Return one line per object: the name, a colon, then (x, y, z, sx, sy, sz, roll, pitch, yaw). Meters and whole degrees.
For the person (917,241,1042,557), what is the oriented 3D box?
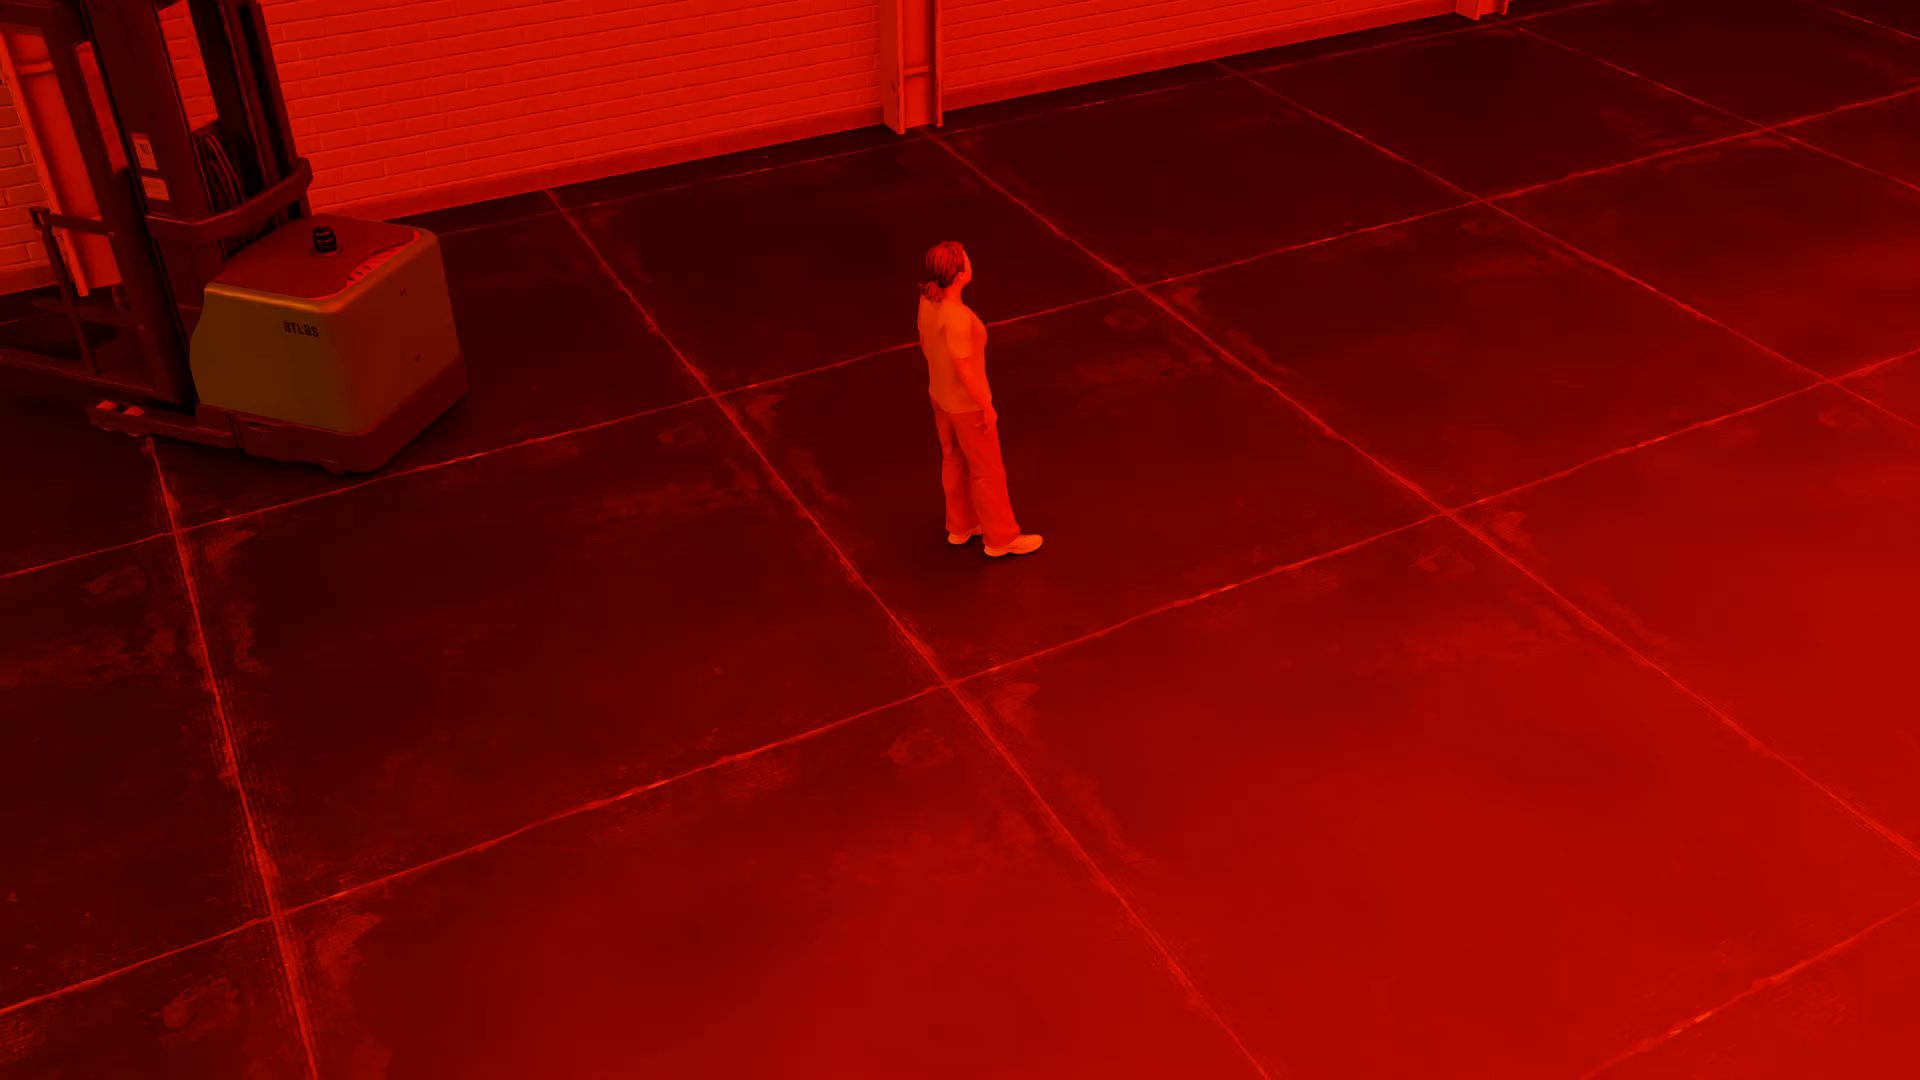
person: (0.070, -0.700, 8.197, 0.549, 1.665, 0.553, -17, 39, -23)

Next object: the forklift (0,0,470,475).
forklift: (-4.459, -2.062, 9.040, 3.031, 2.935, 1.130, 11, 37, 16)
